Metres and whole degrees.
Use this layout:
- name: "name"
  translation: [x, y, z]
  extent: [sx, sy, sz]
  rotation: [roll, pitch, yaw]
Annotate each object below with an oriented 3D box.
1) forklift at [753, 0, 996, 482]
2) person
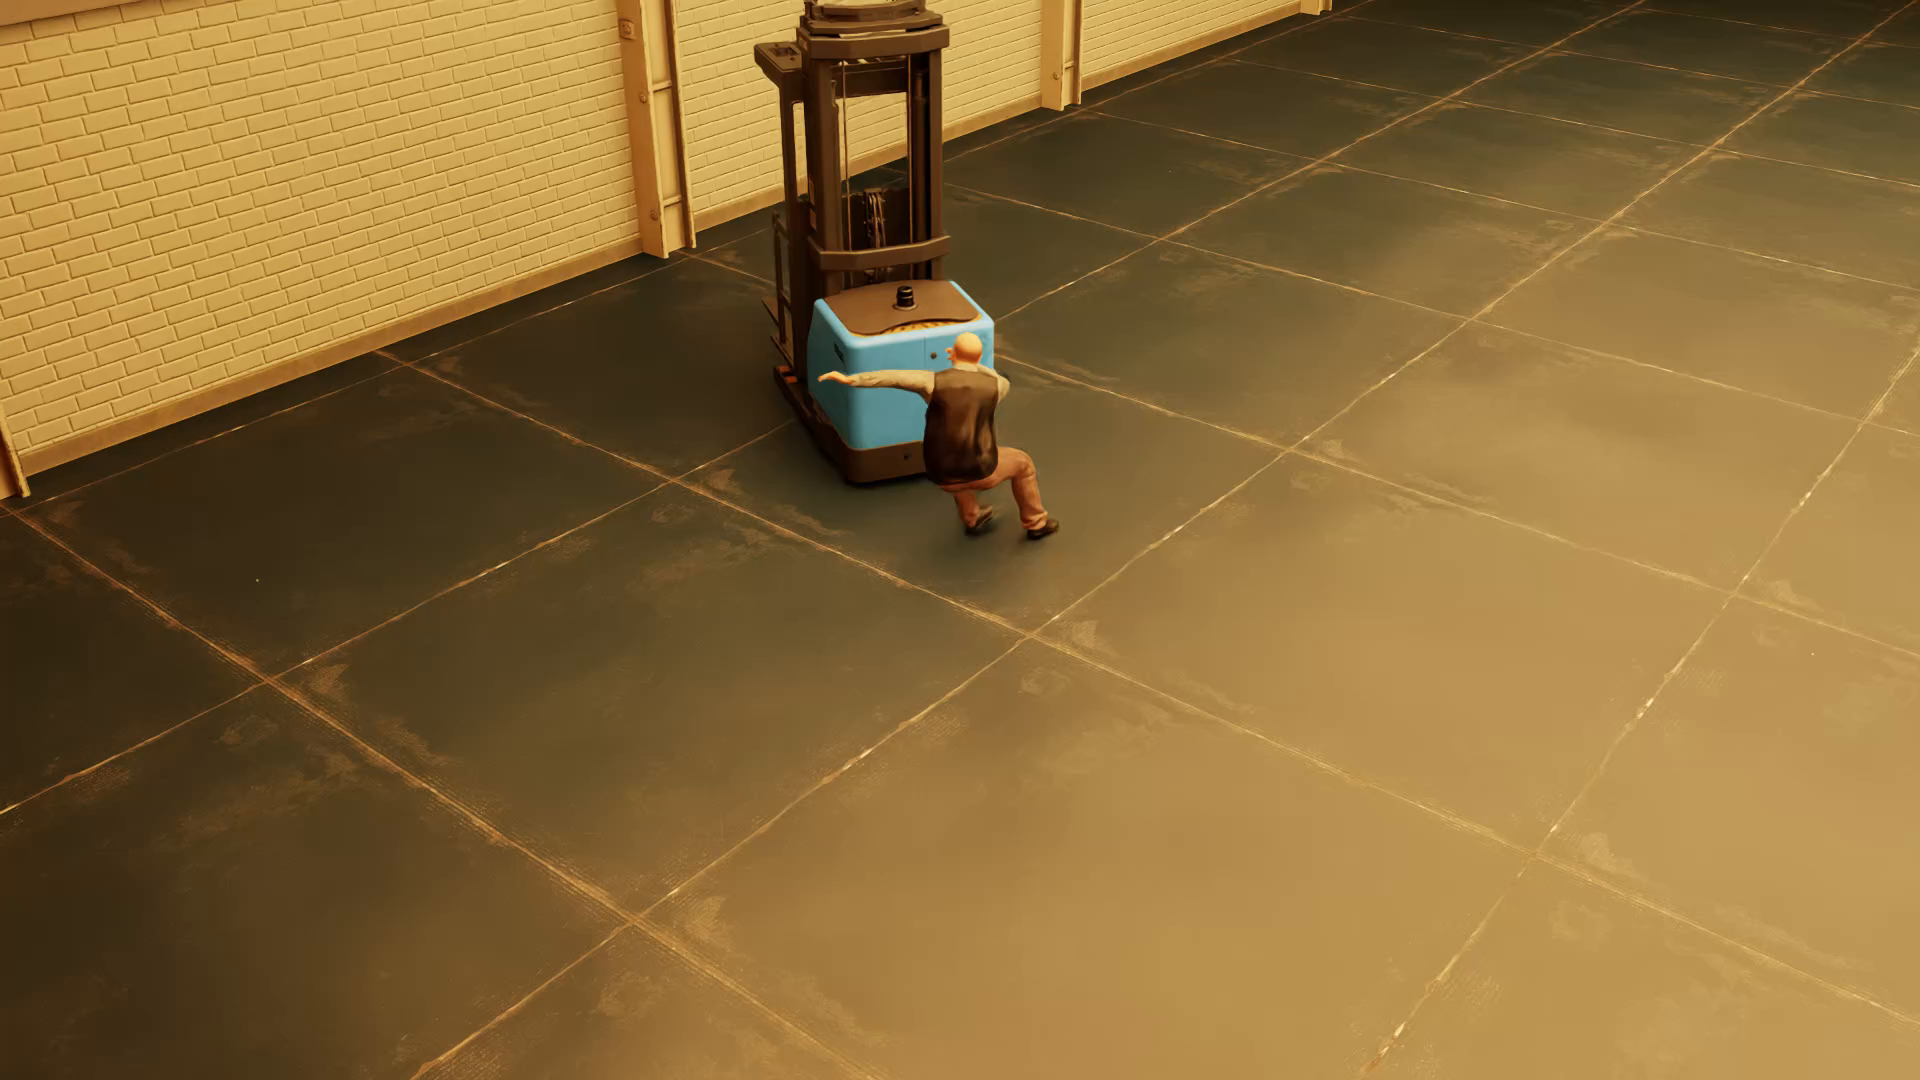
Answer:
- name: "forklift"
  translation: [-0.751, -2.376, 11.662]
  extent: [1.130, 2.935, 3.031]
  rotation: [-11, 32, -18]
- name: "person"
  translation: [-0.097, -0.579, 10.126]
  extent: [1.467, 1.408, 0.712]
  rotation: [0, 30, 0]
